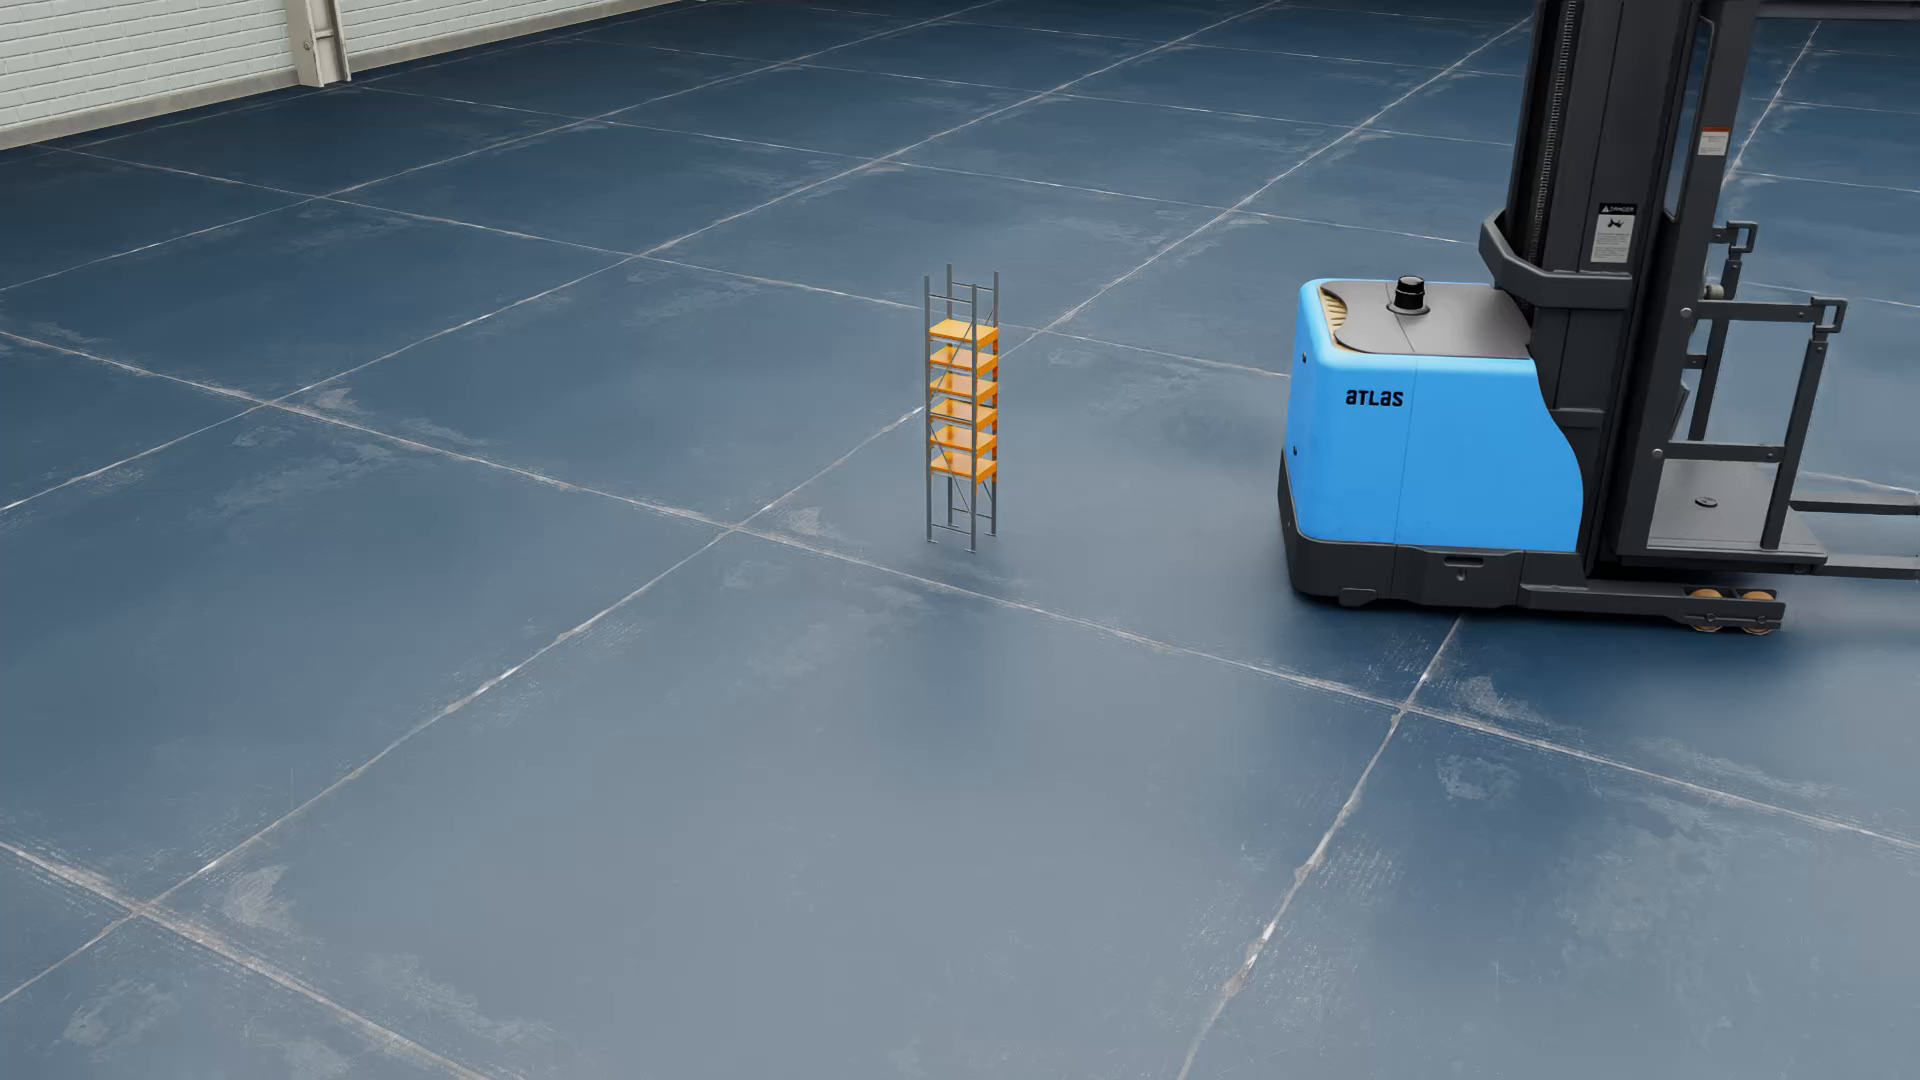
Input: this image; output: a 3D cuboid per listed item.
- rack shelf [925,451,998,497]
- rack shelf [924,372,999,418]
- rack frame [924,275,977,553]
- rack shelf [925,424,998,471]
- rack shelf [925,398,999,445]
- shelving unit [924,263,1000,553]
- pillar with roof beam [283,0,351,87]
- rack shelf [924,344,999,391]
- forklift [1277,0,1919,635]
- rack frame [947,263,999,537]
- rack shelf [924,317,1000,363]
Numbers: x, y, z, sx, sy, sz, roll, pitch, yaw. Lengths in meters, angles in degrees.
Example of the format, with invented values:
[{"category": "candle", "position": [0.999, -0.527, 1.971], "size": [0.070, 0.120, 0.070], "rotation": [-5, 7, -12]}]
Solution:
[{"category": "rack shelf", "position": [0.007, -0.288, 7.120], "size": [0.258, 0.103, 0.180], "rotation": [14, 30, 26]}, {"category": "rack shelf", "position": [0.007, -0.610, 6.959], "size": [0.258, 0.103, 0.180], "rotation": [14, 30, 26]}, {"category": "rack frame", "position": [-0.038, -0.507, 6.921], "size": [0.240, 1.200, 0.006], "rotation": [14, 30, 26]}, {"category": "rack shelf", "position": [0.007, -0.395, 7.066], "size": [0.258, 0.103, 0.180], "rotation": [14, 30, 26]}, {"category": "rack shelf", "position": [0.007, -0.502, 7.013], "size": [0.258, 0.103, 0.180], "rotation": [14, 30, 26]}, {"category": "shelving unit", "position": [0.007, -0.542, 6.993], "size": [0.258, 1.200, 0.189], "rotation": [14, 30, 26]}, {"category": "pillar with roof beam", "position": [-2.410, -7.515, 12.210], "size": [9.100, 9.000, 0.400], "rotation": [14, 30, 26]}, {"category": "rack shelf", "position": [0.007, -0.717, 6.905], "size": [0.258, 0.103, 0.180], "rotation": [14, 30, 26]}, {"category": "forklift", "position": [2.893, -1.191, 6.355], "size": [3.031, 2.935, 1.130], "rotation": [3, 27, 5]}, {"category": "rack frame", "position": [0.052, -0.578, 7.064], "size": [0.240, 1.200, 0.006], "rotation": [14, 30, 26]}, {"category": "rack shelf", "position": [0.007, -0.824, 6.851], "size": [0.258, 0.103, 0.180], "rotation": [14, 30, 26]}]
